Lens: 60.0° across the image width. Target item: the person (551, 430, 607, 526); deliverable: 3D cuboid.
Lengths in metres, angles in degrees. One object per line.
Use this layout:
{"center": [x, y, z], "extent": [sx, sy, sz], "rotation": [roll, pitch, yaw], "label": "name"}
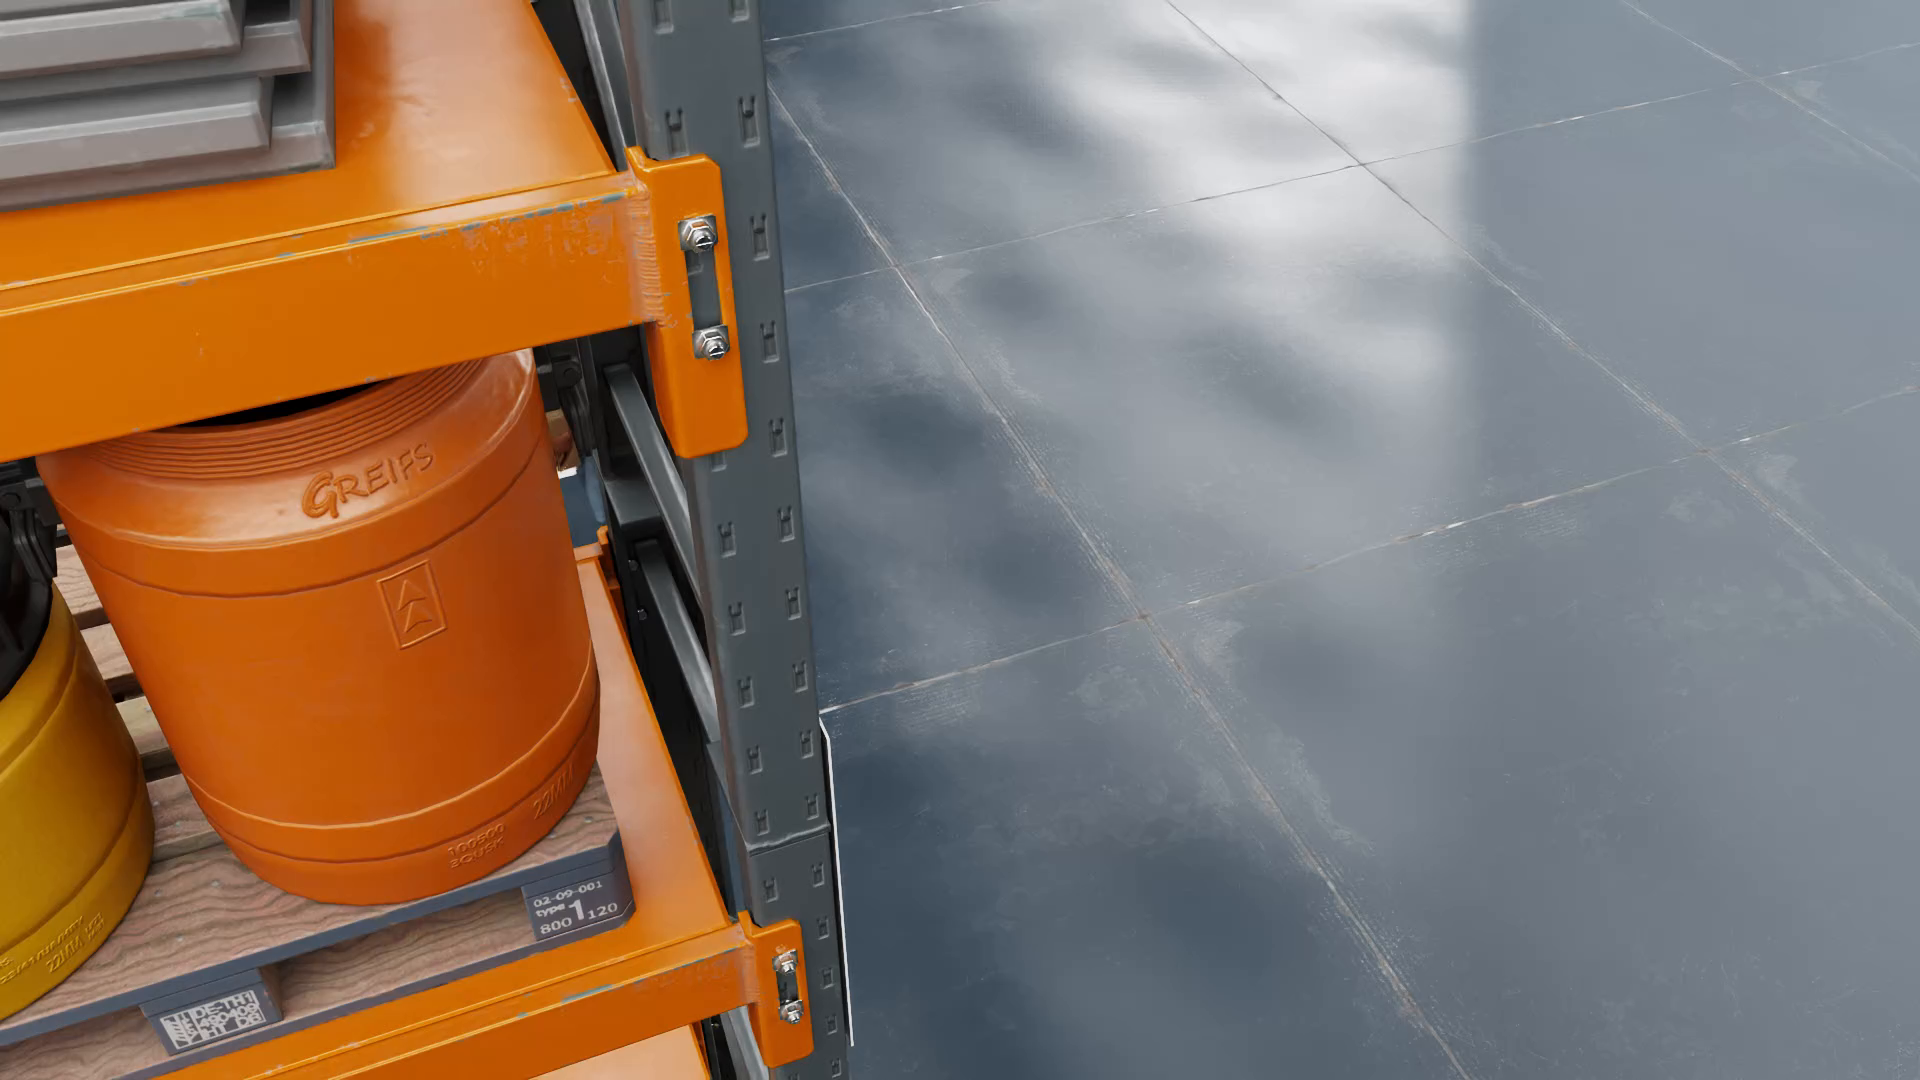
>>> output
{"center": [-1.488, -0.471, 6.672], "extent": [0.509, 1.768, 0.562], "rotation": [-16, 44, -17], "label": "person"}
